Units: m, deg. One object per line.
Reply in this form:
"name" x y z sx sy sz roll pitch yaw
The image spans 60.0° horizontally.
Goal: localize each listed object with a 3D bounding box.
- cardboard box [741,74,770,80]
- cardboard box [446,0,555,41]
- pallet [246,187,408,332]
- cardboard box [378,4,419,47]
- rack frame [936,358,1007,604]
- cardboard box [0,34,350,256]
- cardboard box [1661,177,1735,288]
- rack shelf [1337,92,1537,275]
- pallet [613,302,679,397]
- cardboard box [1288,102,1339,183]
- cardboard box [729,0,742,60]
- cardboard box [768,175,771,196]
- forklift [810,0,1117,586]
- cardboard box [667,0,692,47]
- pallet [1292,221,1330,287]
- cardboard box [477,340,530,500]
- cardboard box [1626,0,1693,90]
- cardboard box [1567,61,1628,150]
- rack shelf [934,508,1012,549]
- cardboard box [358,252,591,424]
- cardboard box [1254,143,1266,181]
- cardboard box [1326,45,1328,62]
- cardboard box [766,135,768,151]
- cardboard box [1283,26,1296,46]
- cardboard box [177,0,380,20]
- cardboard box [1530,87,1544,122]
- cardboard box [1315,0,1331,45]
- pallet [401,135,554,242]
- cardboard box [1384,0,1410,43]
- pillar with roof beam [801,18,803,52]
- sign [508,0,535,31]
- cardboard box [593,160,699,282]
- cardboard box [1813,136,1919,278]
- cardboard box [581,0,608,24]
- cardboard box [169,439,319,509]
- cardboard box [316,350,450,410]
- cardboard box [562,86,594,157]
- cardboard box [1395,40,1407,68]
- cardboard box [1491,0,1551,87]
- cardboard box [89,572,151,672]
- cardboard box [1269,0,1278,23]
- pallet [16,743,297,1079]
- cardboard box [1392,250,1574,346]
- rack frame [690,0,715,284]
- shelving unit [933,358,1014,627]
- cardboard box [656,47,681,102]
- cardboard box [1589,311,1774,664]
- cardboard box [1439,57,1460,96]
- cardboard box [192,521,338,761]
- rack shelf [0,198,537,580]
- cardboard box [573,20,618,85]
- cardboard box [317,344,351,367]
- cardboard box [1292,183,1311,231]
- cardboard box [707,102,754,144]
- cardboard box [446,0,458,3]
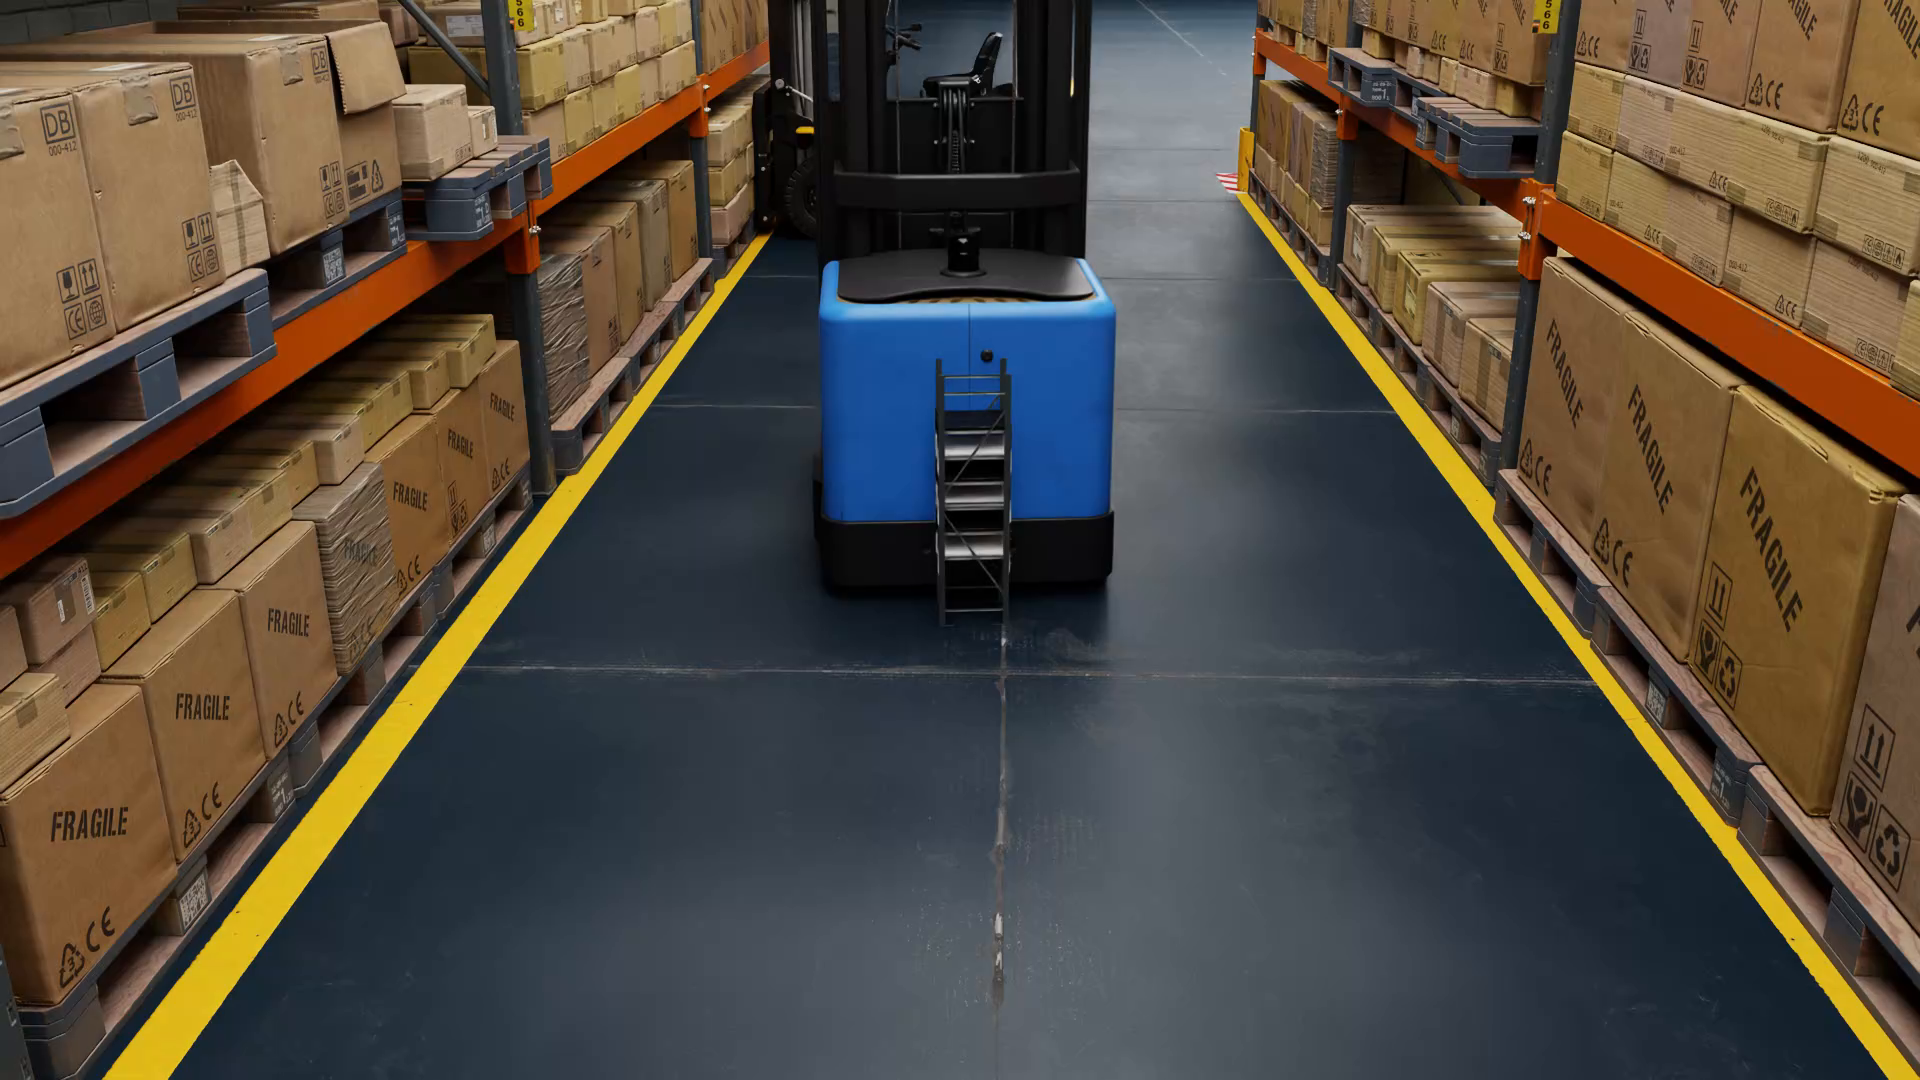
"cardboard box" -1.680 -3.706 13.771 0.500 0.250 0.500 1 21 3
"cardboard box" -1.910 -2.161 6.916 0.380 0.149 0.250 1 21 3
"pallet" -2.275 -0.810 4.736 1.003 0.211 1.213 1 21 2
"cardboard box" -2.413 -2.072 6.687 0.380 0.149 0.250 1 21 3
"rack frame" 0.038 -0.194 5.785 0.240 0.900 0.006 -1 21 -3
"cardboard box" -2.065 -1.043 4.351 0.700 0.500 0.500 1 21 1
"cardboard box" 2.455 -0.930 4.987 0.500 0.250 0.500 1 21 3
"rack shelf" 2.802 -1.938 8.370 1.077 0.370 4.000 1 21 2
"pallet" -2.117 -1.040 8.918 1.003 0.211 1.213 1 21 2
"cardboard box" 2.640 -2.845 11.898 0.500 0.500 0.500 2 21 4
"cardboard box" -1.811 -3.625 11.587 0.500 0.500 0.500 0 21 1
"cardboard box" -1.718 -2.688 12.529 0.500 0.250 0.500 1 21 3
"forklift" -0.049 -1.690 6.834 1.130 2.935 3.031 -1 21 -3
"cardboard box" -1.858 -3.032 9.713 0.500 0.250 0.500 0 21 0
"pallet" 2.847 -1.939 11.235 1.003 0.211 1.213 1 21 2
"cardboard box" -2.019 -0.478 6.490 0.500 0.500 0.500 1 21 3
"cardboard box" 2.476 -1.707 5.262 0.500 0.500 0.500 1 21 2
"cardboard box" 2.478 -1.532 5.848 0.500 0.250 0.500 0 21 1
"rack shelf" 0.043 -0.042 5.735 0.258 0.077 0.200 -1 21 -3
"cardboard box" -2.188 -0.917 7.448 0.875 0.625 0.625 1 21 3
"cardboard box" 2.683 -3.068 13.509 0.500 0.250 0.500 0 21 1
"cardboard box" 2.676 -3.272 11.162 0.380 0.149 0.250 0 21 1
"cardboard box" -1.719 -2.914 12.422 0.500 0.250 0.500 1 21 1
"cardboard box" 2.656 -3.833 12.608 0.380 0.149 0.250 1 21 3
"cardboard box" -2.393 -1.661 5.944 0.500 0.500 0.500 2 21 4
"cardboard box" 2.516 -1.750 6.658 0.380 0.149 0.250 1 21 4
"cardboard box" 2.636 -3.531 10.933 0.500 0.500 0.500 1 21 3
"pallet" -2.171 -1.268 5.915 1.213 0.211 1.003 1 21 2
"cardboard box" 2.518 -2.851 8.600 0.500 0.500 0.500 1 21 1
"pillar with roof beam" 1.769 -11.342 23.320 9.100 9.000 0.400 1 21 2
"sign" -1.678 -2.103 6.312 0.100 0.325 0.005 1 21 2
"cardboard box" -2.104 -1.949 10.108 0.875 0.625 0.625 2 21 4
"cardboard box" 2.407 -0.797 3.952 0.500 0.250 0.500 1 21 3
"cardboard box" -1.888 -2.531 7.870 0.380 0.149 0.250 1 21 3
"cardboard box" -2.109 -0.187 4.843 0.380 0.149 0.250 1 21 2
"cardboard box" -2.012 -0.561 5.806 0.380 0.149 0.250 0 21 0
"cardboard box" -1.943 -1.873 7.416 0.500 0.250 0.500 0 21 0
"cardboard box" 2.532 -2.592 8.830 0.380 0.149 0.250 1 21 2
"cardboard box" 2.477 -2.098 6.660 0.500 0.500 0.500 0 21 0
"cardboard box" -2.138 0.190 3.872 0.380 0.149 0.250 0 21 -1
"cardboard box" 2.680 -4.272 12.843 0.500 0.500 0.500 1 21 3
"pallet" -2.355 0.849 4.050 1.003 0.211 1.213 1 21 2
"cardboard box" 2.811 -1.266 8.696 0.950 0.372 0.625 1 21 3
"rack frame" -2.099 -3.049 10.241 1.000 3.000 0.127 1 21 2
"shelving unit" 0.043 -0.157 5.690 0.258 0.900 0.210 -1 21 -3
"cardboard box" -1.863 -2.612 9.323 0.500 0.250 0.500 1 21 1
"cardboard box" 2.605 -0.184 5.212 0.875 0.875 0.875 1 21 2
"cardboard box" 2.424 -2.129 7.637 0.380 0.149 0.250 1 21 3
"cardboard box" -2.077 0.267 4.568 0.500 0.500 0.500 0 21 0
"rack shelf" -2.282 -0.545 4.780 1.077 0.370 4.000 1 21 2
"cardboard box" -1.913 -2.294 7.811 0.500 0.250 0.500 0 21 0
"cardboard box" -2.548 -0.751 6.295 0.380 0.149 0.250 2 21 4
"cardboard box" 2.618 -2.319 11.580 0.500 0.250 0.500 0 21 0
"cardboard box" -1.741 -2.966 11.864 0.500 0.250 0.500 1 21 3
"cardboard box" -2.425 -2.444 7.646 0.380 0.149 0.250 1 21 1
